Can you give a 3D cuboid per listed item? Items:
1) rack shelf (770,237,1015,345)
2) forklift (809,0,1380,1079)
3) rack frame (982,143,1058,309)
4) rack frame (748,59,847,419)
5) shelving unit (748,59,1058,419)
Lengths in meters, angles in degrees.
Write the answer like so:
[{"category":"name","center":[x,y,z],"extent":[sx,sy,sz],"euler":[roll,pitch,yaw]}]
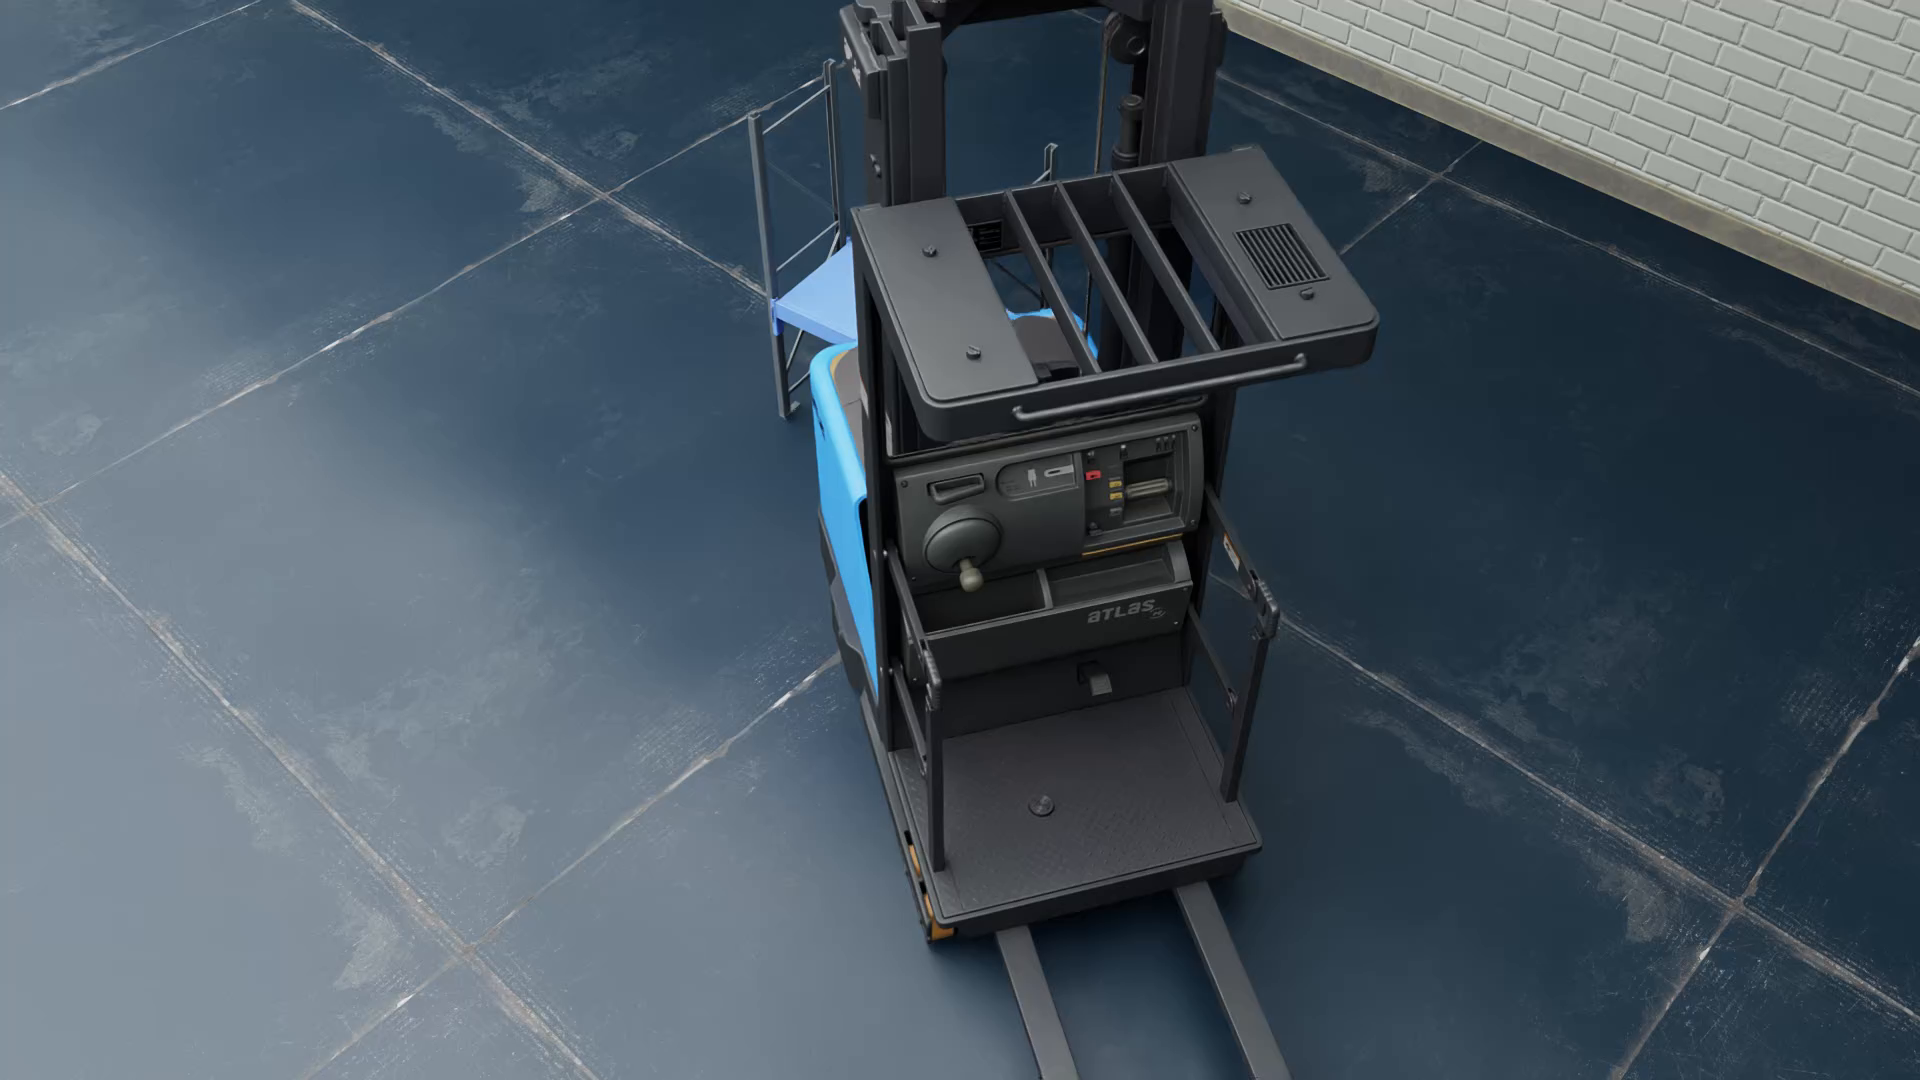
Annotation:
[{"category":"rack shelf","center":[-0.215,-0.864,6.779],"extent":[1.000,0.185,0.538],"euler":[27,52,23]},{"category":"forklift","center":[0.331,-0.007,4.746],"extent":[1.130,2.935,3.031],"euler":[-11,48,-10]},{"category":"rack frame","center":[0.203,-0.776,6.450],"extent":[0.032,1.500,0.500],"euler":[27,52,23]},{"category":"rack frame","center":[-0.634,-1.197,6.845],"extent":[0.032,1.500,0.500],"euler":[27,52,23]},{"category":"shelving unit","center":[-0.215,-0.987,6.648],"extent":[1.048,1.500,0.538],"euler":[27,52,23]}]
